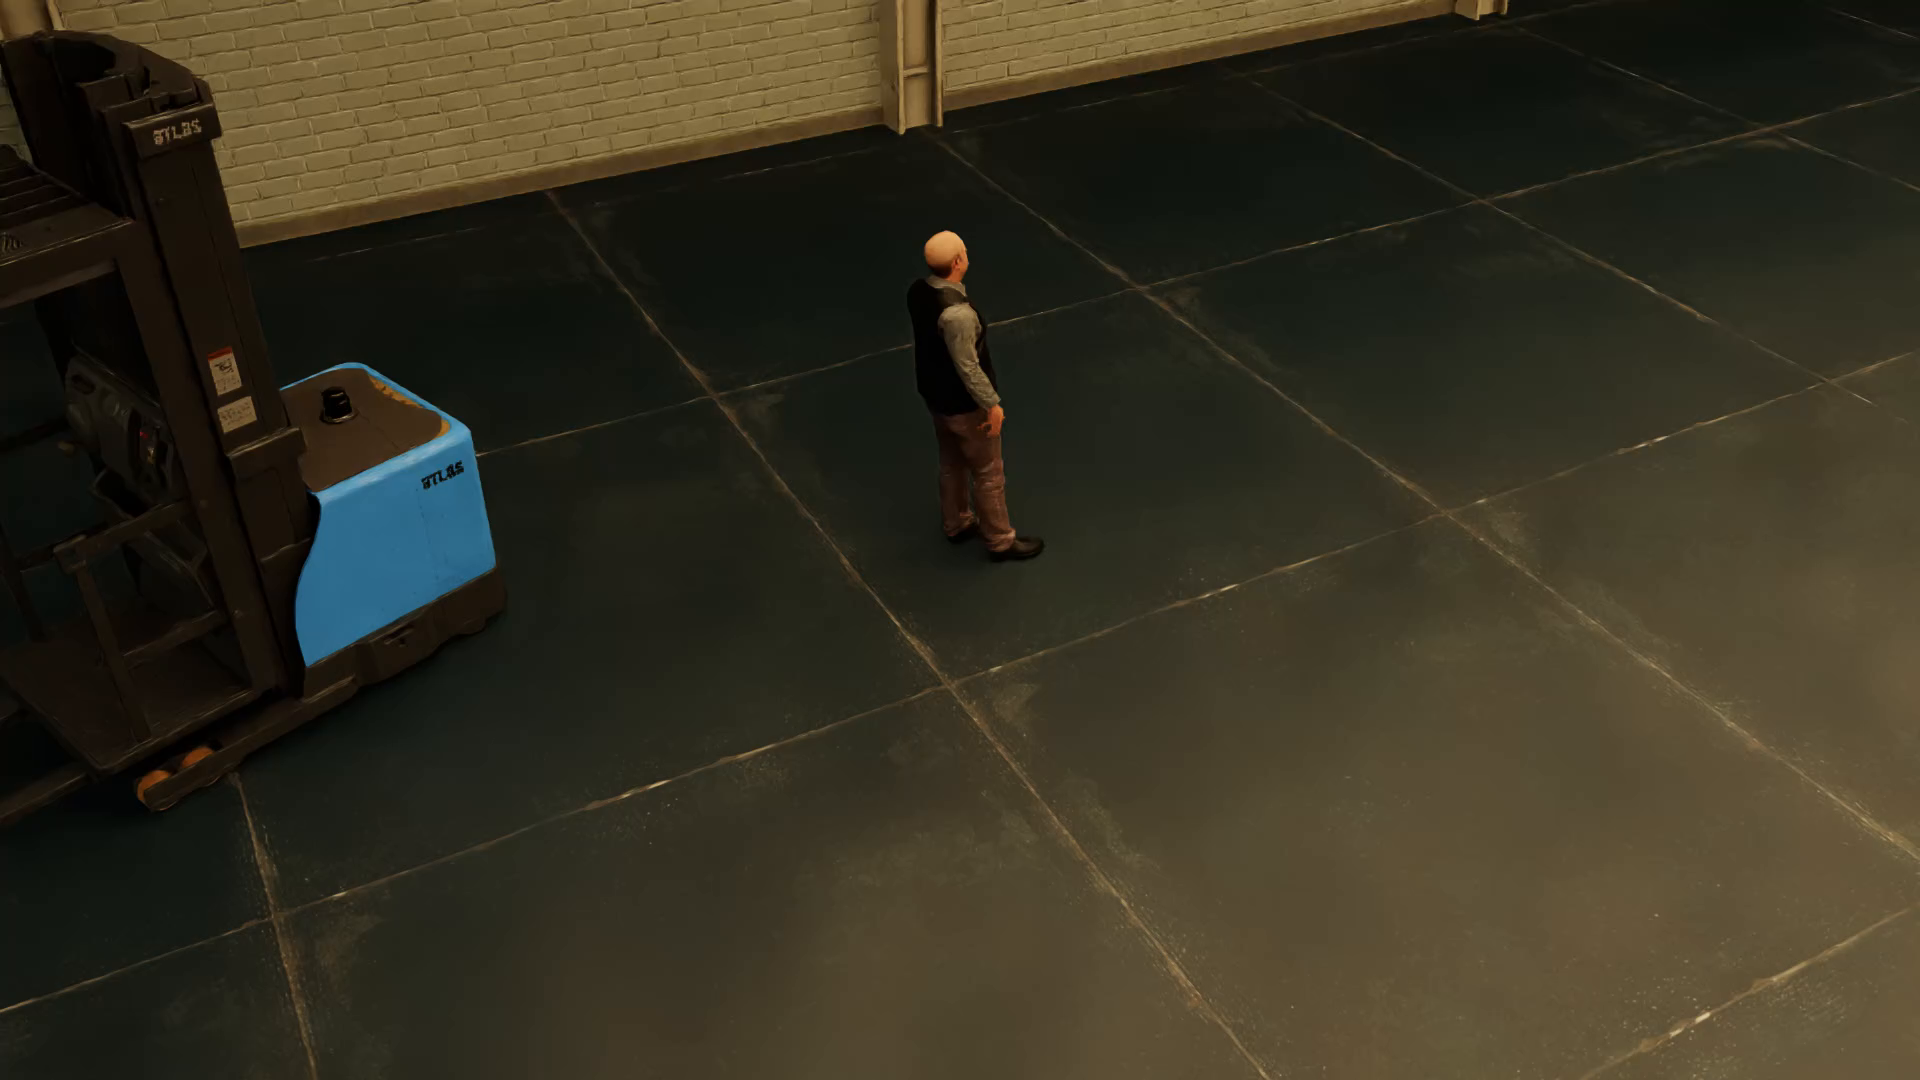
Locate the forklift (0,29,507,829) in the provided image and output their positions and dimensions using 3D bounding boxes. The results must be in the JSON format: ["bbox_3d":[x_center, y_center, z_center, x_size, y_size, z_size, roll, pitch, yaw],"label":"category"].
[{"bbox_3d":[-3.566,-0.386,6.669,1.130,2.935,3.031,27,44,33],"label":"forklift"}]

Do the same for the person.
[{"bbox_3d":[0.059,-0.721,8.179,0.567,1.720,0.632,-17,39,-23],"label":"person"}]
